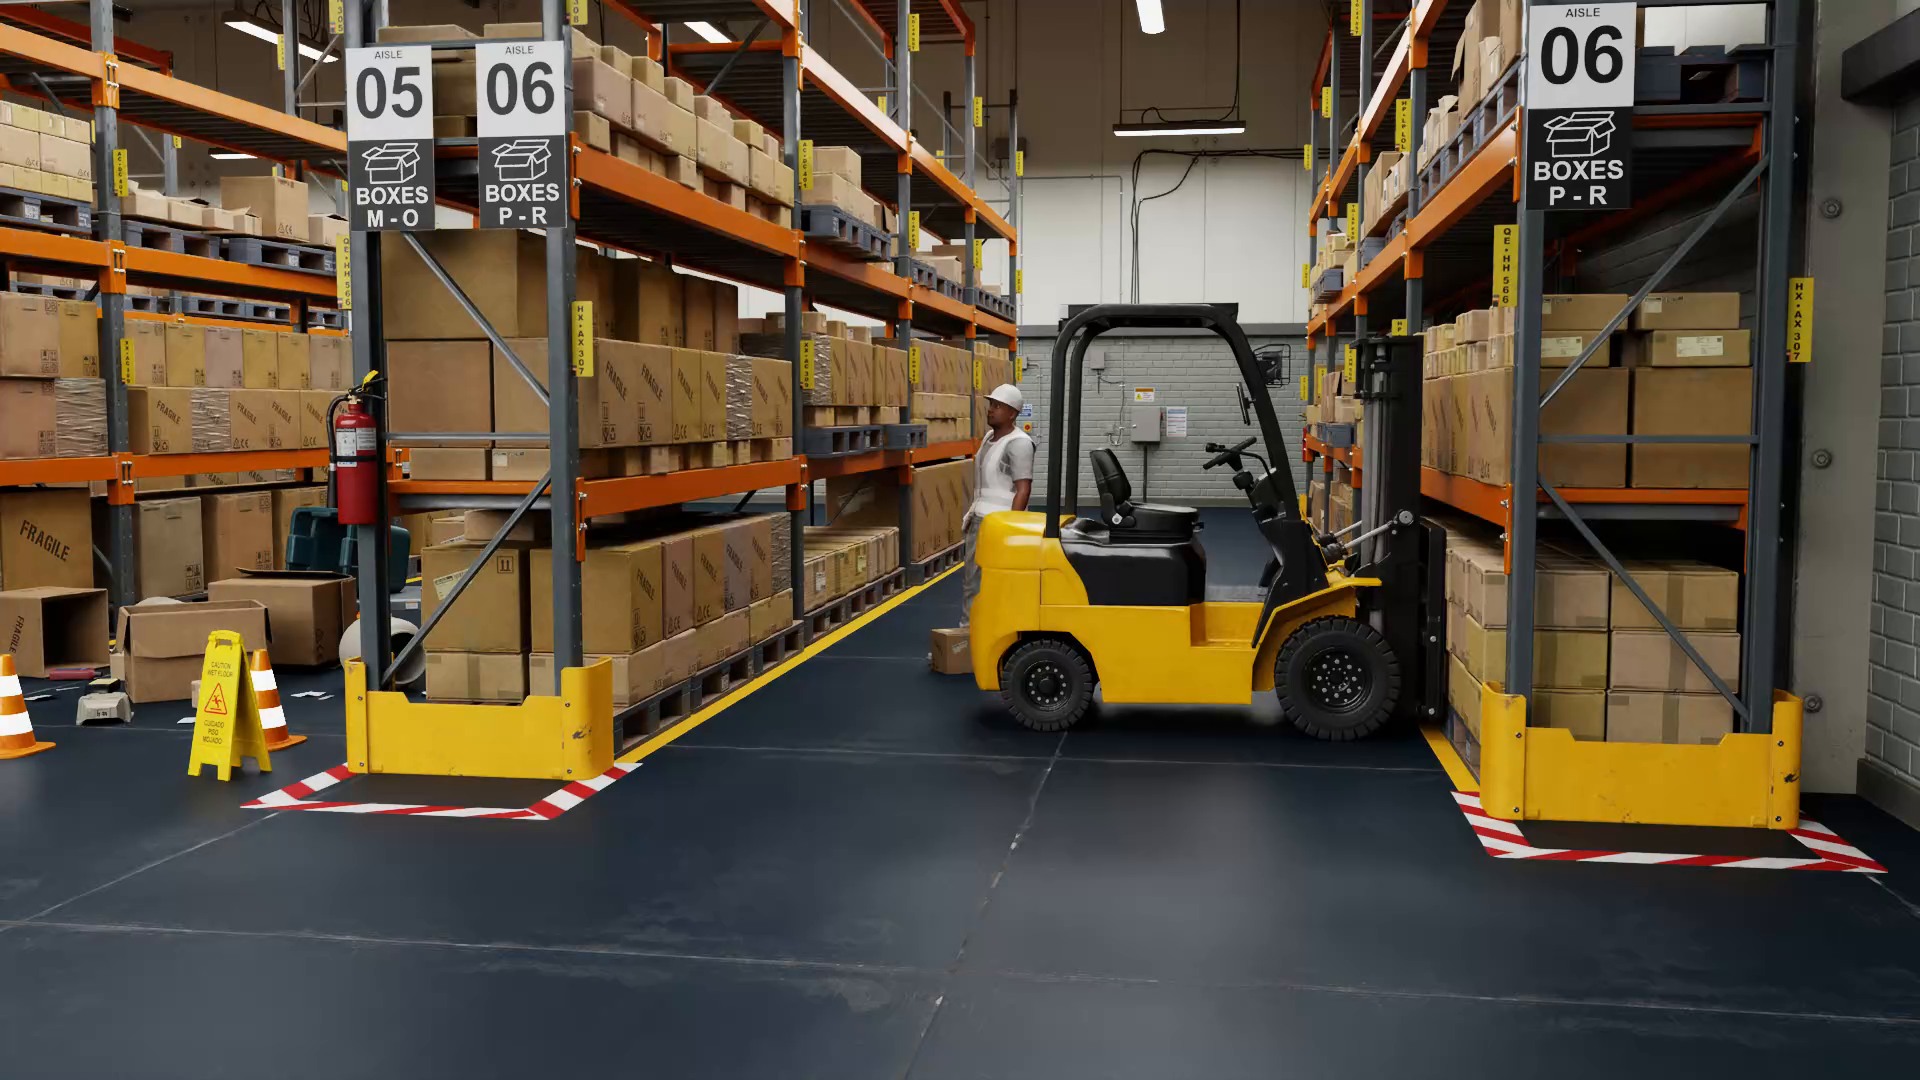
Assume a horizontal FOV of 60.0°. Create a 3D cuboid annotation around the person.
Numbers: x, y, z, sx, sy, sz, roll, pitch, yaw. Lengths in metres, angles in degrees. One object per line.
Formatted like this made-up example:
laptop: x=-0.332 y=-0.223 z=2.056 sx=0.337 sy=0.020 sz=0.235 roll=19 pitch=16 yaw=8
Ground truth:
person: x=0.154 y=-0.087 z=10.459 sx=0.578 sy=1.781 sz=0.656 roll=-2 pitch=5 yaw=-23
